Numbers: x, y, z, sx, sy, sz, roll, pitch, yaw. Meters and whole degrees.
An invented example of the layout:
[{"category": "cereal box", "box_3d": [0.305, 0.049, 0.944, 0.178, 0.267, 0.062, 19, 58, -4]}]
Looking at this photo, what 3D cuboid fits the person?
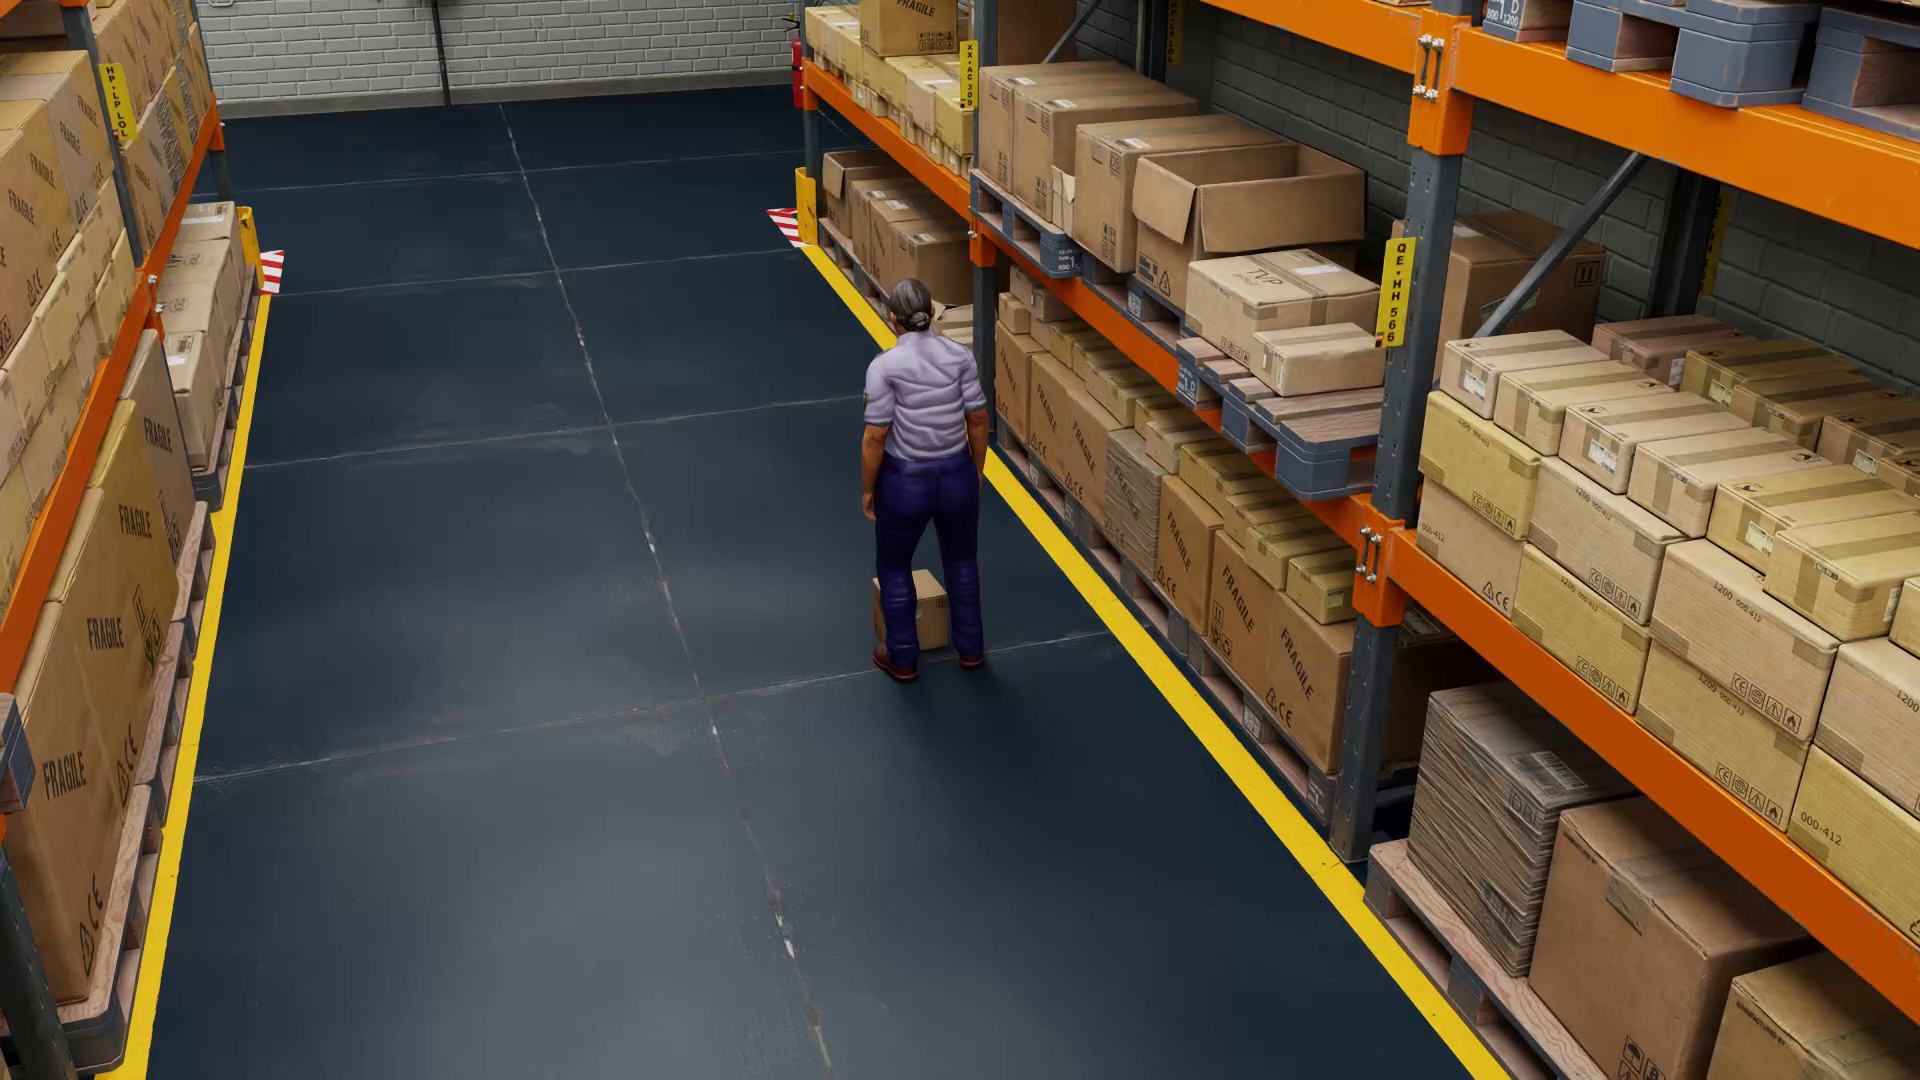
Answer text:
[{"category": "person", "box_3d": [-0.137, -0.230, 6.583, 0.538, 1.652, 0.336, -8, 28, -16]}]
